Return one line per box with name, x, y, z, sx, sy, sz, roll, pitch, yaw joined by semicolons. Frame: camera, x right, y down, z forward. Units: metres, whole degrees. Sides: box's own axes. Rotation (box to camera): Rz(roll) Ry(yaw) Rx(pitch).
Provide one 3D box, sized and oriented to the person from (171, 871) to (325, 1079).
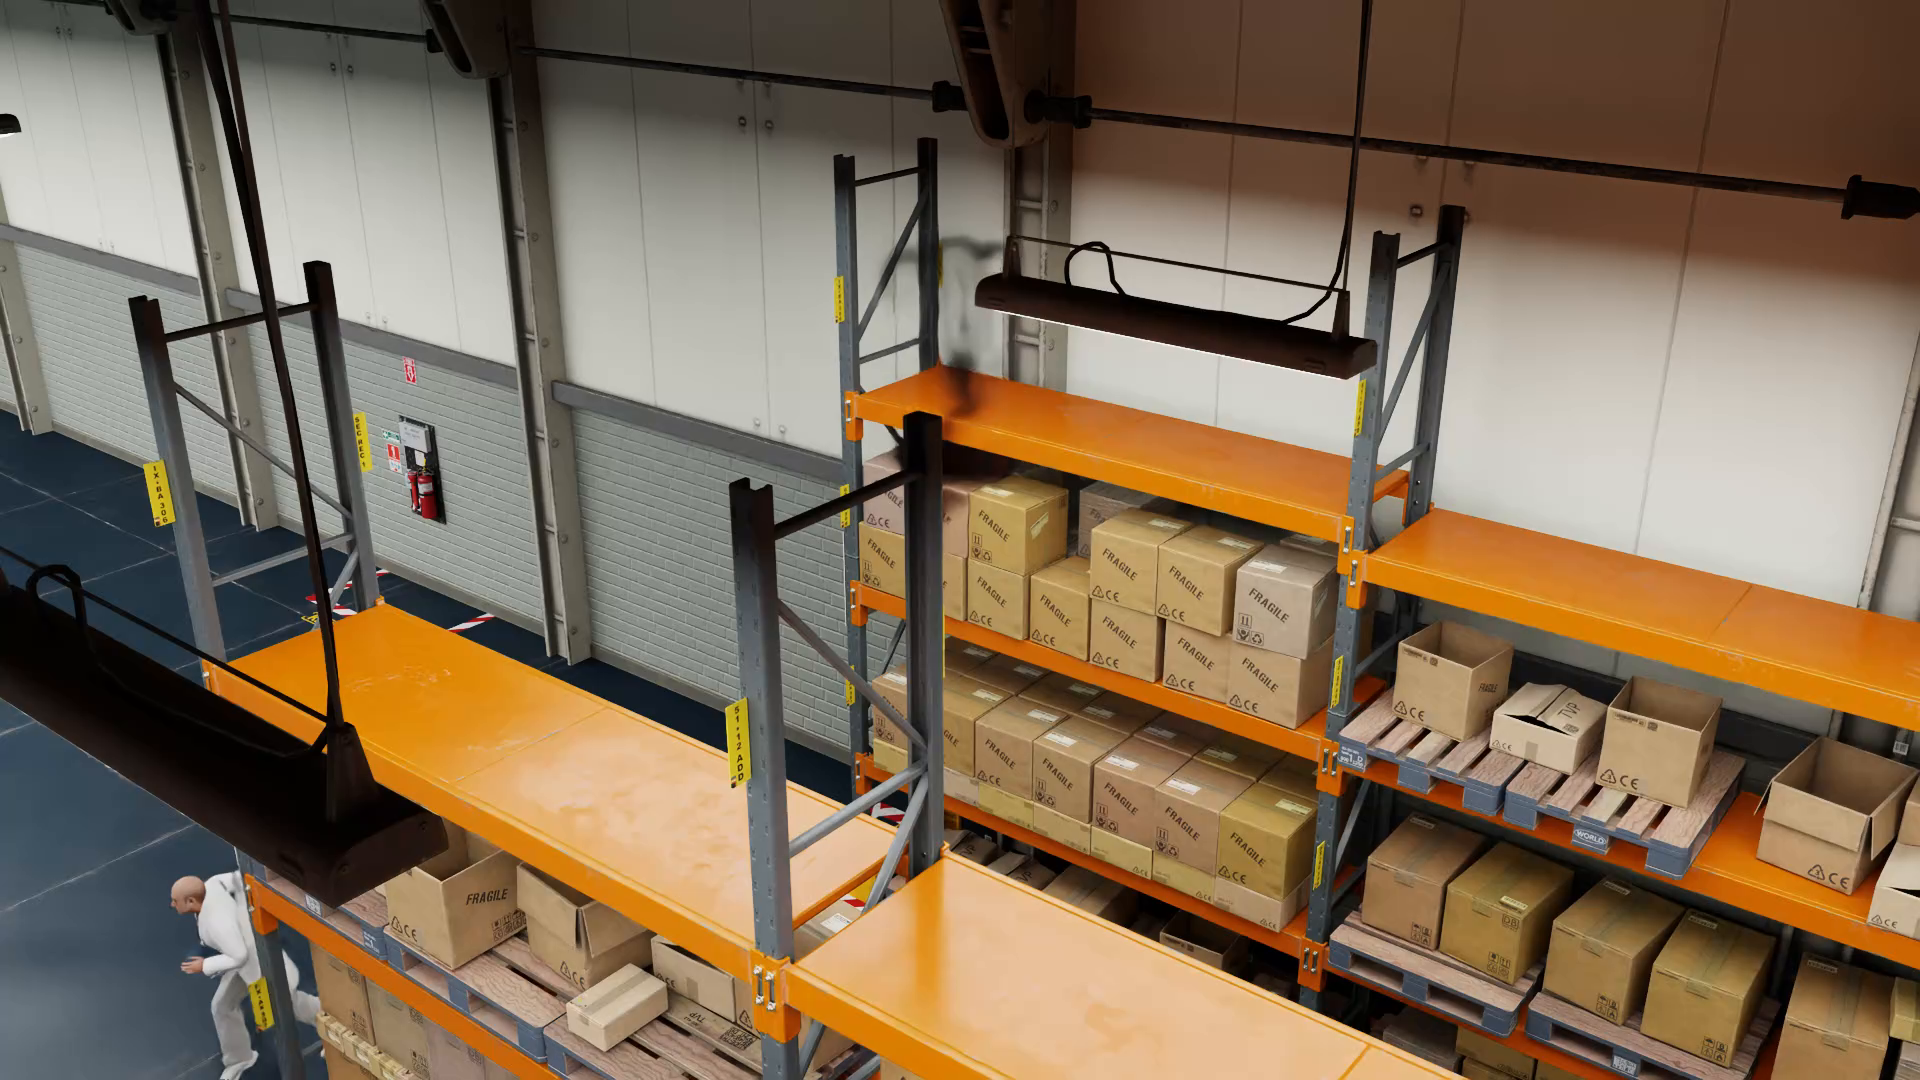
person;-4.761;2.954;11.465;1.057;1.744;0.736;-12;25;-26
